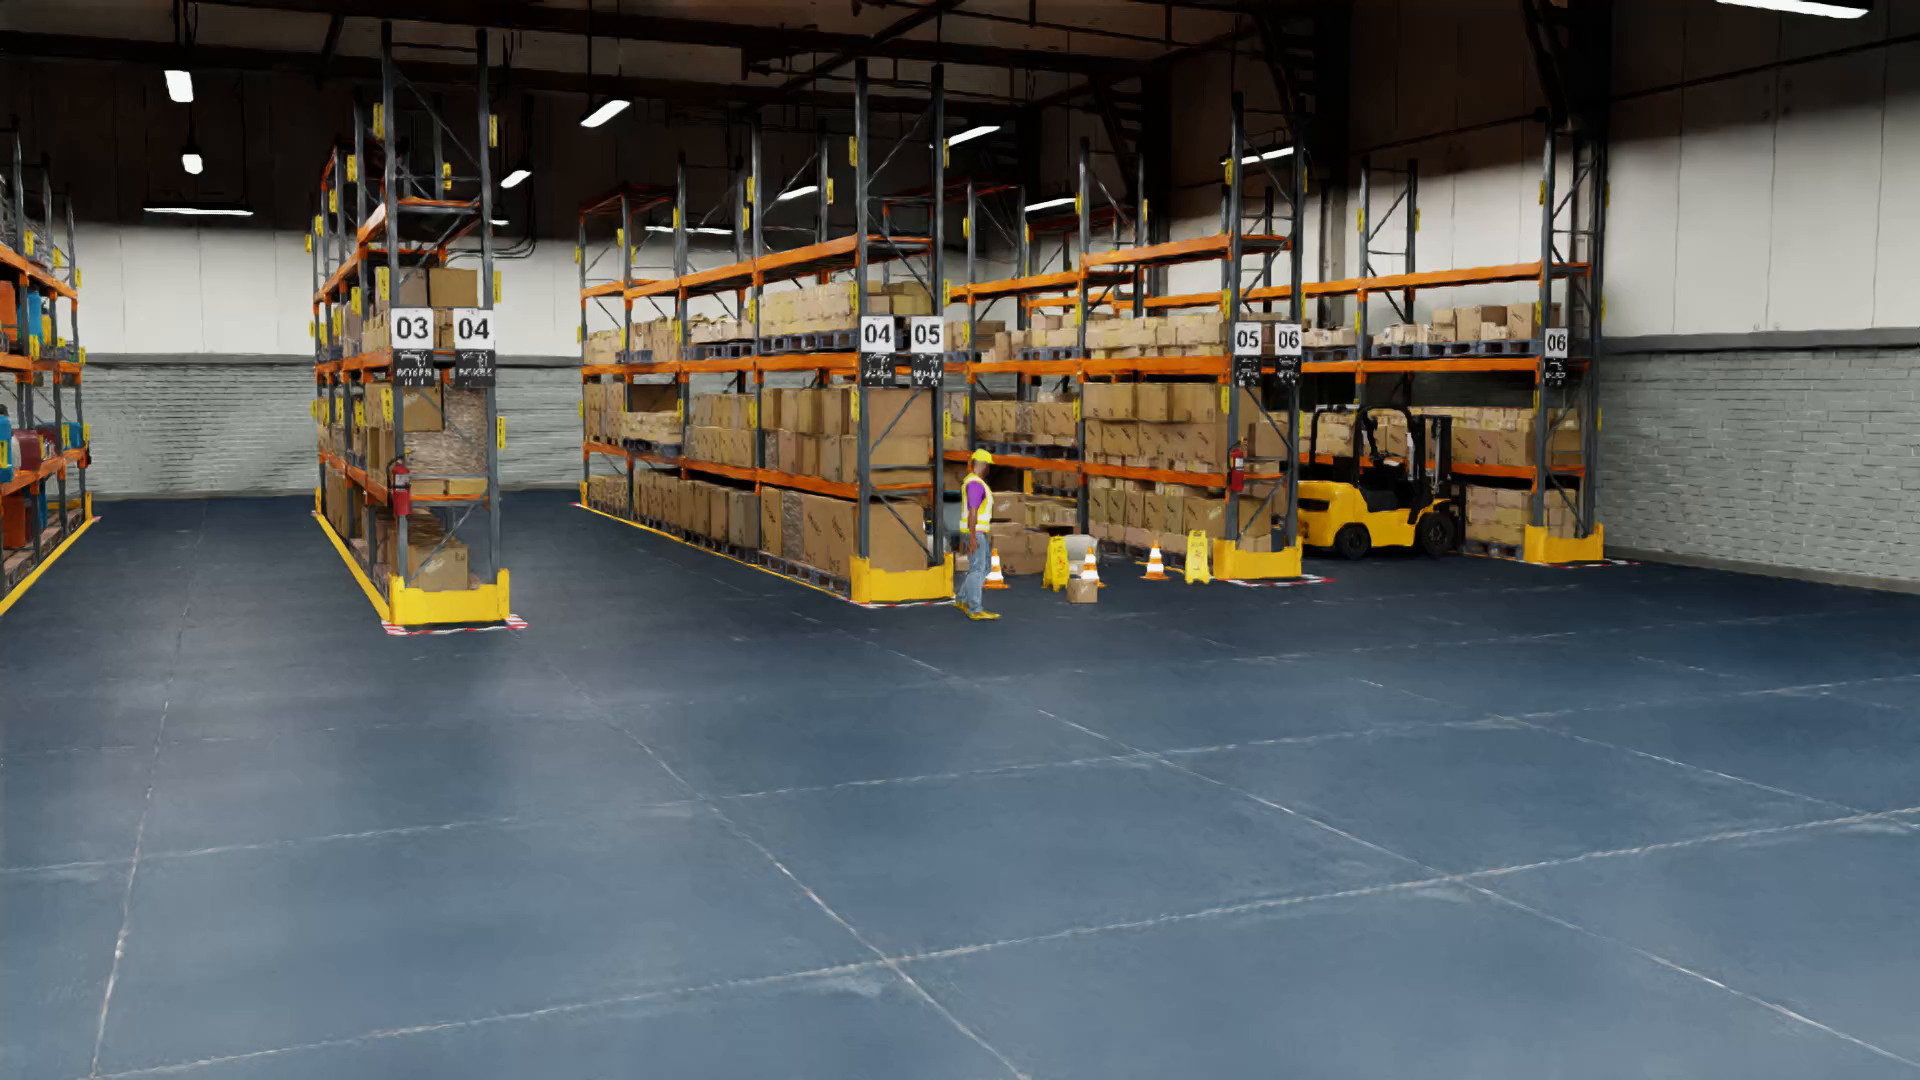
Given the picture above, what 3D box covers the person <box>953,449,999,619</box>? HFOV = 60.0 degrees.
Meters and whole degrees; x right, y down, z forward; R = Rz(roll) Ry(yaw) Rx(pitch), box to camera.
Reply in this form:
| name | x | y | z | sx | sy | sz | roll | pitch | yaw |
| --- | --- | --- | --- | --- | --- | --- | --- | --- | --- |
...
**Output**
| name | x | y | z | sx | sy | sz | roll | pitch | yaw |
| --- | --- | --- | --- | --- | --- | --- | --- | --- | --- |
| person | 0.167 | -0.069 | 17.404 | 0.480 | 1.762 | 0.651 | 0 | 5 | 0 |
